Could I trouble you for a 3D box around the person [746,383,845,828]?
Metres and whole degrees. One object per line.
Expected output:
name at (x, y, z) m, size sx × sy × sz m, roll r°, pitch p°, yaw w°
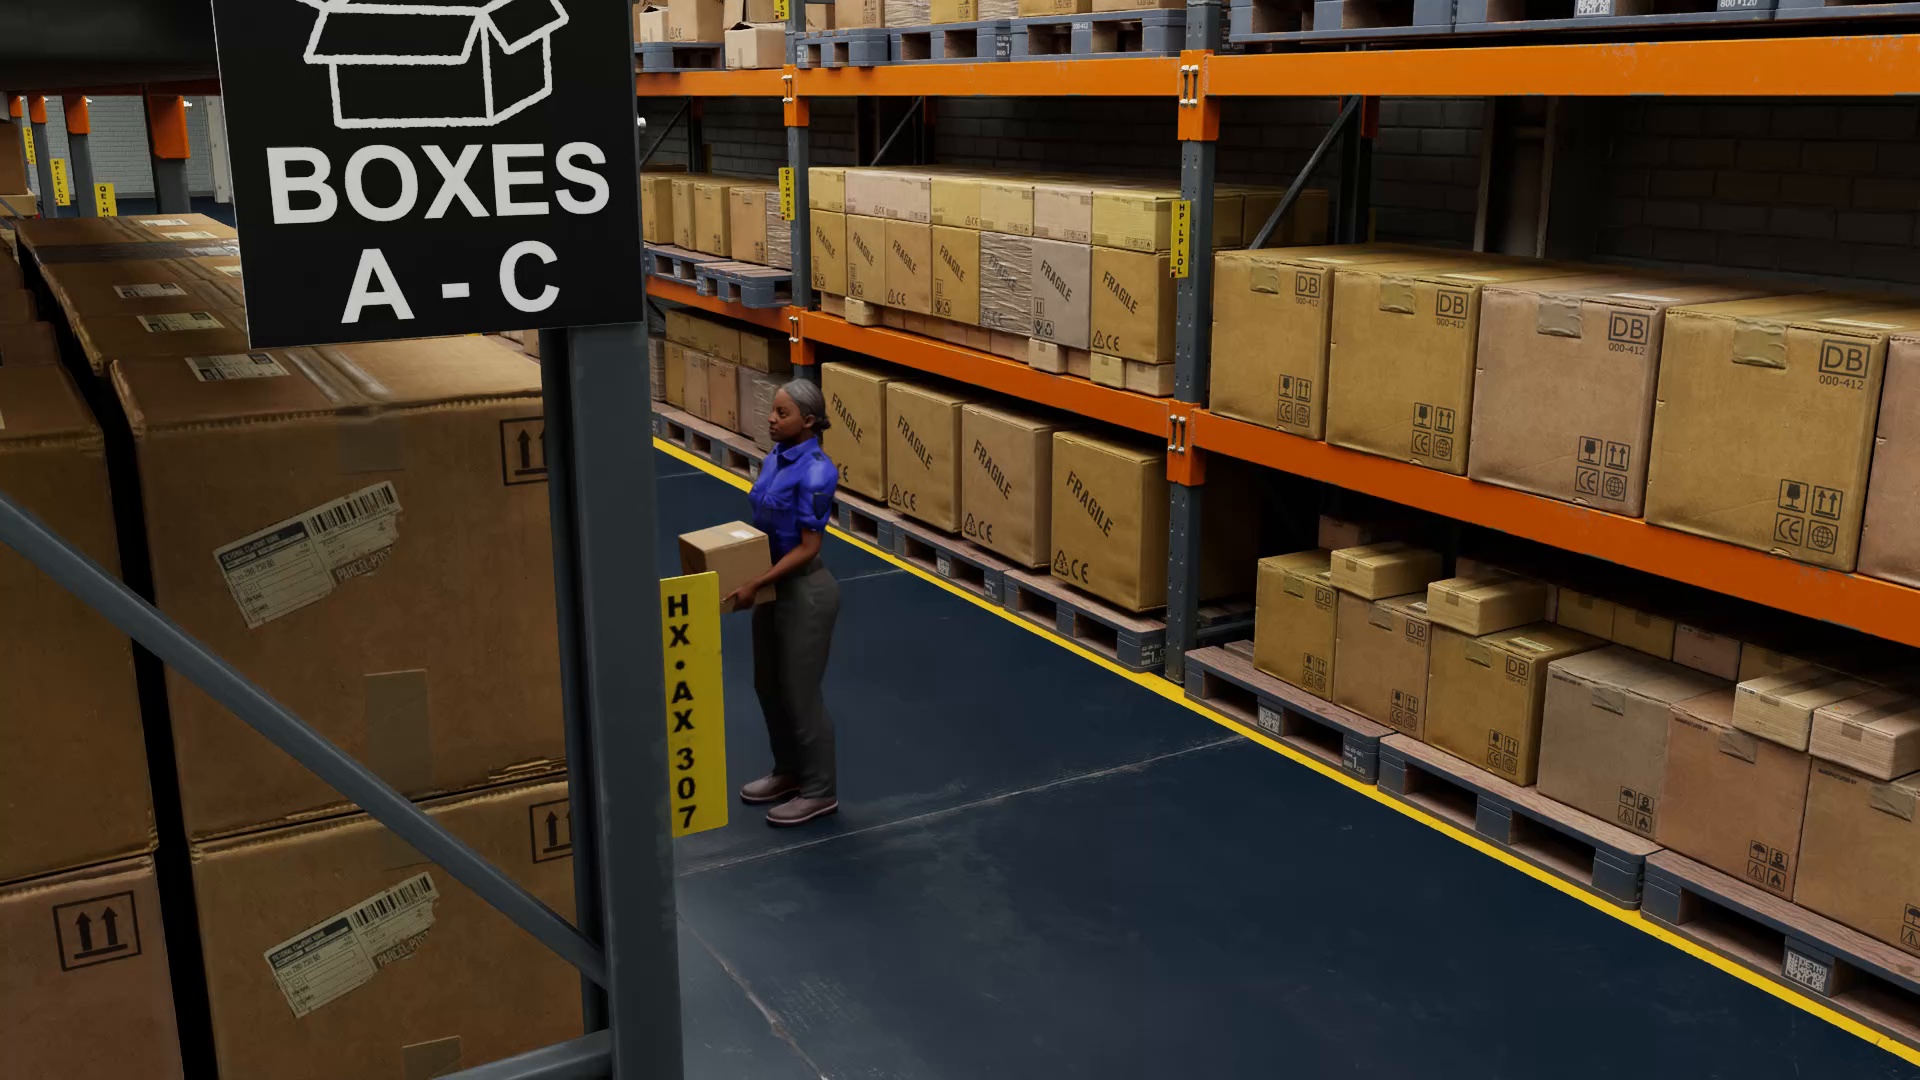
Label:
person at (-0.634, 0.224, 6.191) m, size 0.349 × 1.653 × 0.525 m, roll -10°, pitch 18°, yaw -33°
